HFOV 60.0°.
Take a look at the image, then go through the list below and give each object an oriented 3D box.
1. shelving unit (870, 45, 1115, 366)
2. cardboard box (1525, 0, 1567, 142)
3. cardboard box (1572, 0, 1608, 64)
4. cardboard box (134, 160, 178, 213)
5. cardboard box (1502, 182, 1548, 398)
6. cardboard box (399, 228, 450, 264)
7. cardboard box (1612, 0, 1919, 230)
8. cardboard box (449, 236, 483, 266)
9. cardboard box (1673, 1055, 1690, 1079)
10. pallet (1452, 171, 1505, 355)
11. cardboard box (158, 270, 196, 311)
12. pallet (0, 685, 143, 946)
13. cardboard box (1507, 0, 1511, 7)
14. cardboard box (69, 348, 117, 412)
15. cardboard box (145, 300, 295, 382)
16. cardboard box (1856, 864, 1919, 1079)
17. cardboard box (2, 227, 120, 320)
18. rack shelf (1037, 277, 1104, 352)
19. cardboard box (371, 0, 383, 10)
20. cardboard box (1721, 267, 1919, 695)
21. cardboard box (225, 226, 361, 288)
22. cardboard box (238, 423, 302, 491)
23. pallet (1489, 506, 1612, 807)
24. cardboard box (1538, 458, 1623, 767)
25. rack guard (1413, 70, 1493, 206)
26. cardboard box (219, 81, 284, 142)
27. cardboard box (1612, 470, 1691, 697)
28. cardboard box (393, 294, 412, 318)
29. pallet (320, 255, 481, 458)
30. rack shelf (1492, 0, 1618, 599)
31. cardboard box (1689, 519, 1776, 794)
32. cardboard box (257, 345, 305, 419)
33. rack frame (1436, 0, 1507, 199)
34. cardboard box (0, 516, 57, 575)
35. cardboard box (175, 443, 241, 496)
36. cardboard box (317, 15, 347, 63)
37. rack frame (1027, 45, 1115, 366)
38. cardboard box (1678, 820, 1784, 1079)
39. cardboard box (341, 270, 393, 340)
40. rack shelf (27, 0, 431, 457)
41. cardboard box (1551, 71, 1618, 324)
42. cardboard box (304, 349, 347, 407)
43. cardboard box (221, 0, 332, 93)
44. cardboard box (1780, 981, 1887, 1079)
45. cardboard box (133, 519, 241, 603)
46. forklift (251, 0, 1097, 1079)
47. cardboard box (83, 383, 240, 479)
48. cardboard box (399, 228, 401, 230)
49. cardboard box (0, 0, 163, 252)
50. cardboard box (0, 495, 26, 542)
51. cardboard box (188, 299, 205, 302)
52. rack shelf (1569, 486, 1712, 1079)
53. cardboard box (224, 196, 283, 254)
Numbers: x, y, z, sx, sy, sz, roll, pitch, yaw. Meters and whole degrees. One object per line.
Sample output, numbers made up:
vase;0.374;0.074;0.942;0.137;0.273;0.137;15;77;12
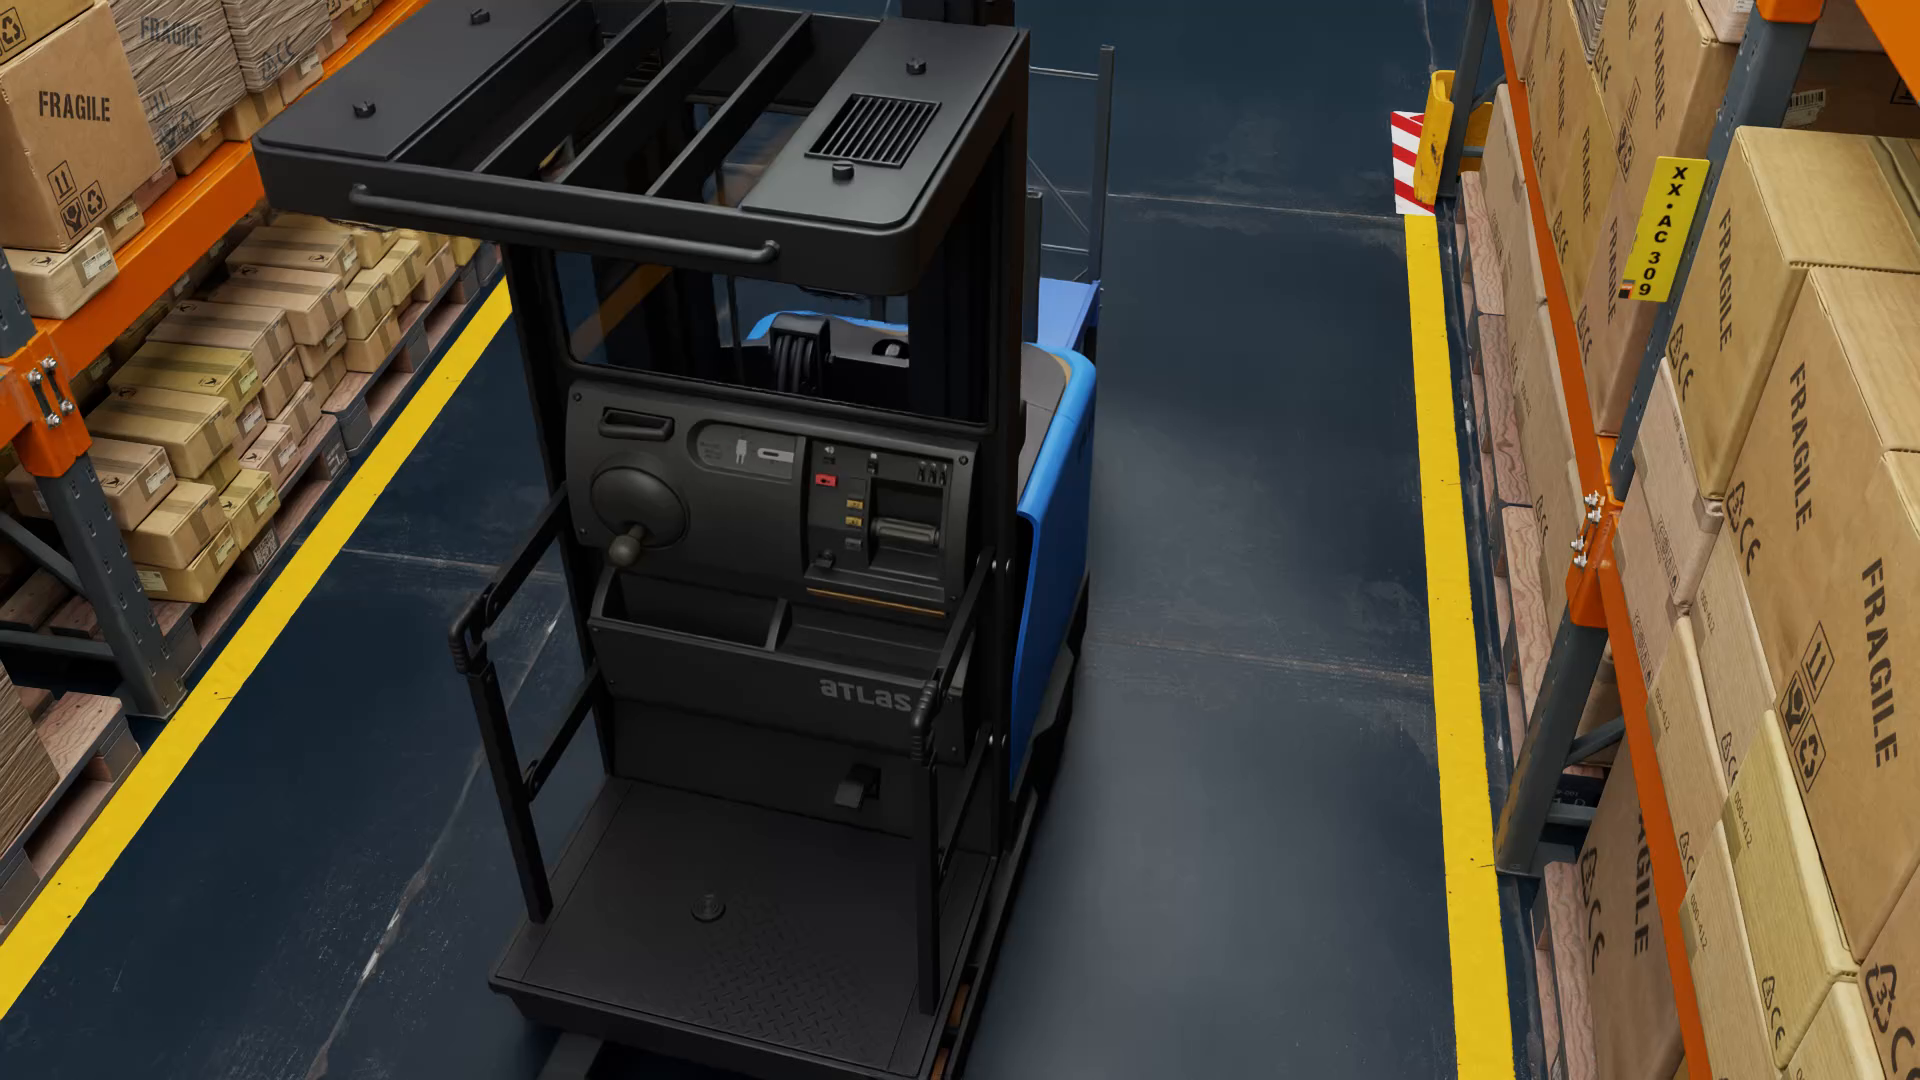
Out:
shelving unit;0.115;-0.716;5.439;0.538;1.500;1.048;10;41;12
cardboard box;2.083;-1.536;5.176;0.500;0.500;0.500;8;40;9
cardboard box;1.977;-1.600;4.468;0.500;0.500;0.500;7;40;8
cardboard box;-2.563;-1.082;4.902;0.380;0.149;0.250;5;40;6
cardboard box;2.519;-0.895;6.160;0.875;0.438;0.875;7;40;9
cardboard box;-2.246;-1.207;6.531;0.380;0.149;0.250;8;40;10
cardboard box;1.802;-0.962;3.696;0.500;0.500;0.500;6;40;7
cardboard box;-2.181;-1.261;6.829;0.380;0.149;0.250;5;40;6
cardboard box;1.815;1.412;3.027;0.875;0.875;0.875;7;40;9
pallet;2.623;-1.136;6.959;1.003;0.211;1.213;6;40;8
cardboard box;-2.976;-0.894;5.918;0.380;0.149;0.250;5;40;6
pallet;-3.034;0.870;4.532;1.003;0.211;1.213;6;40;8
cardboard box;2.259;-2.170;5.942;0.500;0.500;0.500;6;40;7
cardboard box;-3.054;-0.560;5.514;0.380;0.149;0.250;6;40;7
cardboard box;-2.513;-0.676;5.654;0.380;0.149;0.250;5;40;7
cardboard box;1.400;0.571;1.842;0.500;0.500;0.500;6;40;7
cardboard box;-2.529;-0.738;4.486;0.380;0.149;0.250;8;40;9
rack shelf;0.115;-0.577;5.554;0.538;0.185;1.000;10;41;12
cardboard box;-2.296;-2.073;6.100;0.380;0.149;0.250;5;40;6
cardboard box;1.573;-0.068;2.615;0.500;0.500;0.500;6;40;7
cardboard box;-2.422;-1.007;6.055;0.380;0.149;0.250;5;40;6
cardboard box;-2.483;-0.279;5.641;0.380;0.149;0.250;6;40;7
pallet;2.201;0.395;5.107;1.003;0.211;1.213;6;40;8
cardboard box;2.207;0.232;4.796;0.875;0.438;0.875;6;40;7
rack guard;2.689;-1.773;7.502;1.175;0.500;0.348;6;40;8
cardboard box;-2.402;-1.403;5.290;0.380;0.149;0.250;7;40;8
cardboard box;1.656;0.094;3.400;0.500;0.250;0.500;6;40;7
cardboard box;-2.366;-0.942;6.443;0.380;0.149;0.250;7;40;9
pallet;-2.610;-0.812;6.567;1.003;0.211;1.213;6;40;8
rack shelf;2.339;-1.189;5.399;1.077;0.370;4.000;6;40;8
cardboard box;1.576;0.229;2.844;0.500;0.250;0.500;7;40;8
cardboard box;-2.511;-0.558;5.745;0.380;0.149;0.250;4;40;5
rack frame;2.685;-2.721;6.688;1.000;3.000;0.127;6;40;8
cardboard box;-3.168;-0.040;5.353;0.380;0.149;0.250;7;40;8
cardboard box;-2.567;-0.232;5.351;0.380;0.149;0.250;7;40;8
cardboard box;-2.348;-1.744;5.702;0.380;0.149;0.250;8;40;9
rack frame;0.248;-1.029;5.817;0.500;1.500;0.032;10;41;12
cardboard box;1.464;0.738;2.620;0.500;0.250;0.500;6;40;7
cardboard box;-2.334;-0.880;6.134;0.380;0.149;0.250;6;40;7
rack shelf;-2.554;-1.671;5.982;1.077;0.370;4.000;6;40;8
cardboard box;1.905;-0.892;4.397;0.500;0.500;0.500;5;40;7
cardboard box;-2.476;-0.616;6.049;0.380;0.149;0.250;5;40;6
cardboard box;-2.365;-1.753;5.205;0.500;0.500;0.500;6;40;7
cardboard box;1.377;0.861;2.080;0.500;0.250;0.500;5;40;6
cardboard box;-2.521;0.050;5.243;0.380;0.149;0.250;5;40;6
forklift;-0.478;-0.014;3.467;1.130;2.935;3.031;10;41;12
cardboard box;-2.531;-0.346;5.255;0.380;0.149;0.250;8;40;10
cardboard box;-2.324;-1.325;6.439;0.380;0.149;0.250;5;40;6
cardboard box;-2.566;-1.130;4.450;0.500;0.500;0.500;6;40;7
cardboard box;-3.159;-0.104;5.196;0.380;0.149;0.250;7;40;9
cardboard box;-2.930;-0.754;5.982;0.380;0.149;0.250;7;40;9
rack shelf;1.647;1.321;2.362;1.077;0.370;4.000;6;40;8
cardboard box;-2.791;-1.209;6.299;0.380;0.149;0.250;6;40;8
